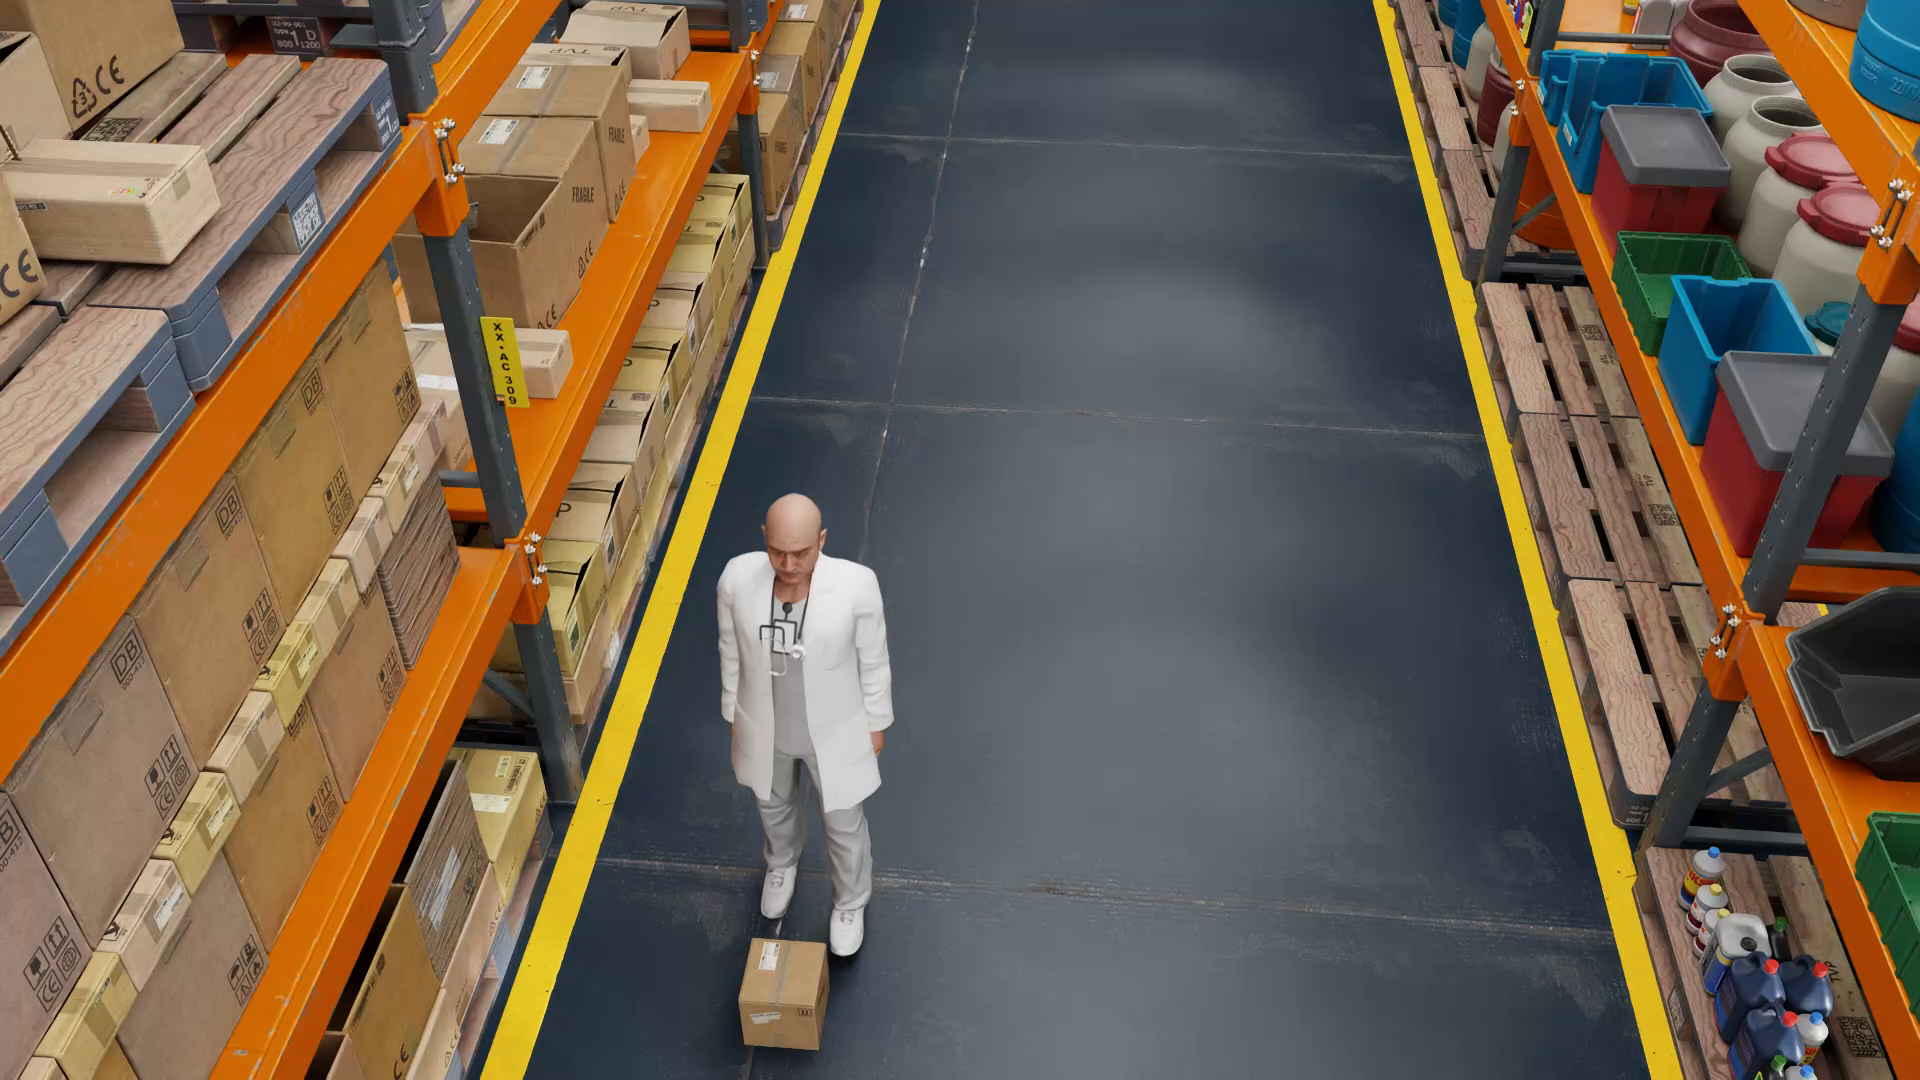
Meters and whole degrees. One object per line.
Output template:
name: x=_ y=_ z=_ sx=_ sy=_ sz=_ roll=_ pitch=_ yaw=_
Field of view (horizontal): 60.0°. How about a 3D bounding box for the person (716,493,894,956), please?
person: x=-0.507 y=0.620 z=5.429 sx=0.571 sy=1.793 sz=0.533 roll=5 pitch=40 yaw=6
